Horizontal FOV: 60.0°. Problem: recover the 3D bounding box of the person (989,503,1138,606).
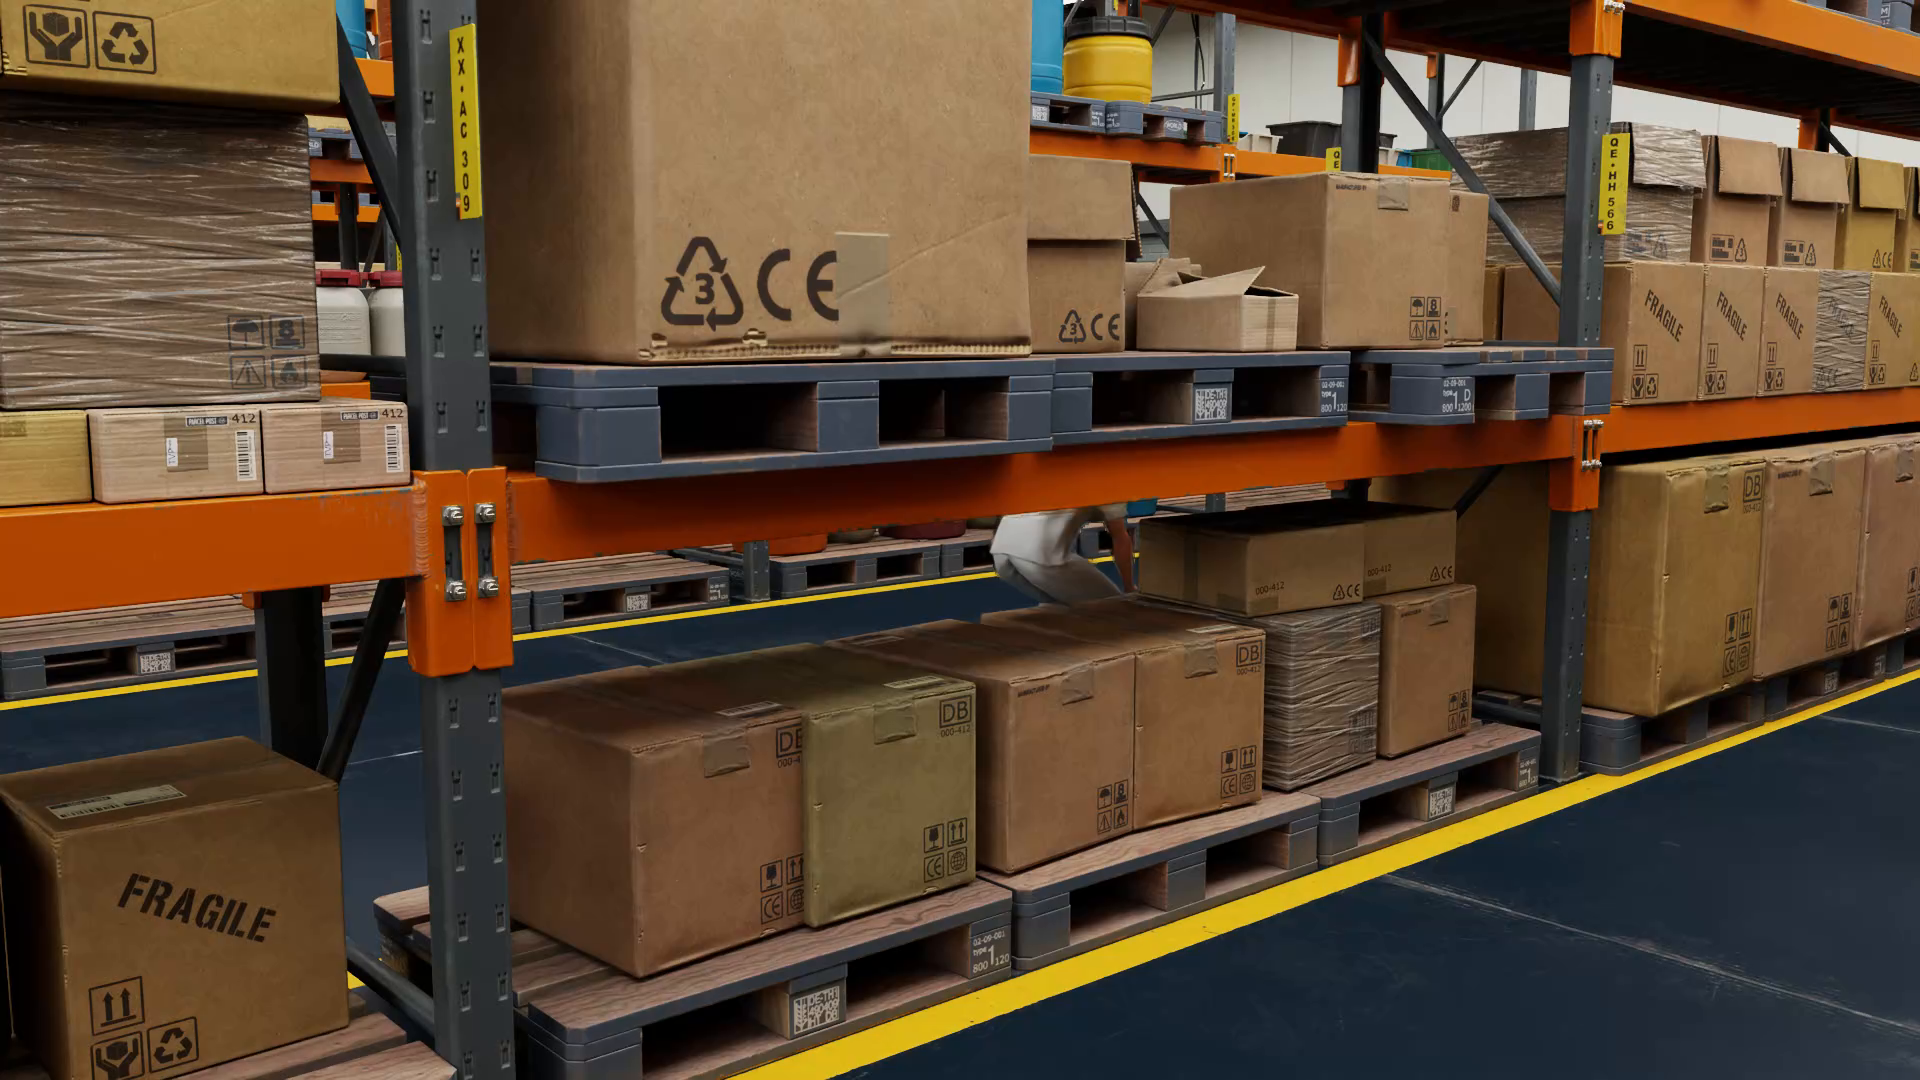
[{"bbox_3d":[0.434,0.083,6.935,0.720,1.216,0.495,-7,10,-41],"label":"person"}]
